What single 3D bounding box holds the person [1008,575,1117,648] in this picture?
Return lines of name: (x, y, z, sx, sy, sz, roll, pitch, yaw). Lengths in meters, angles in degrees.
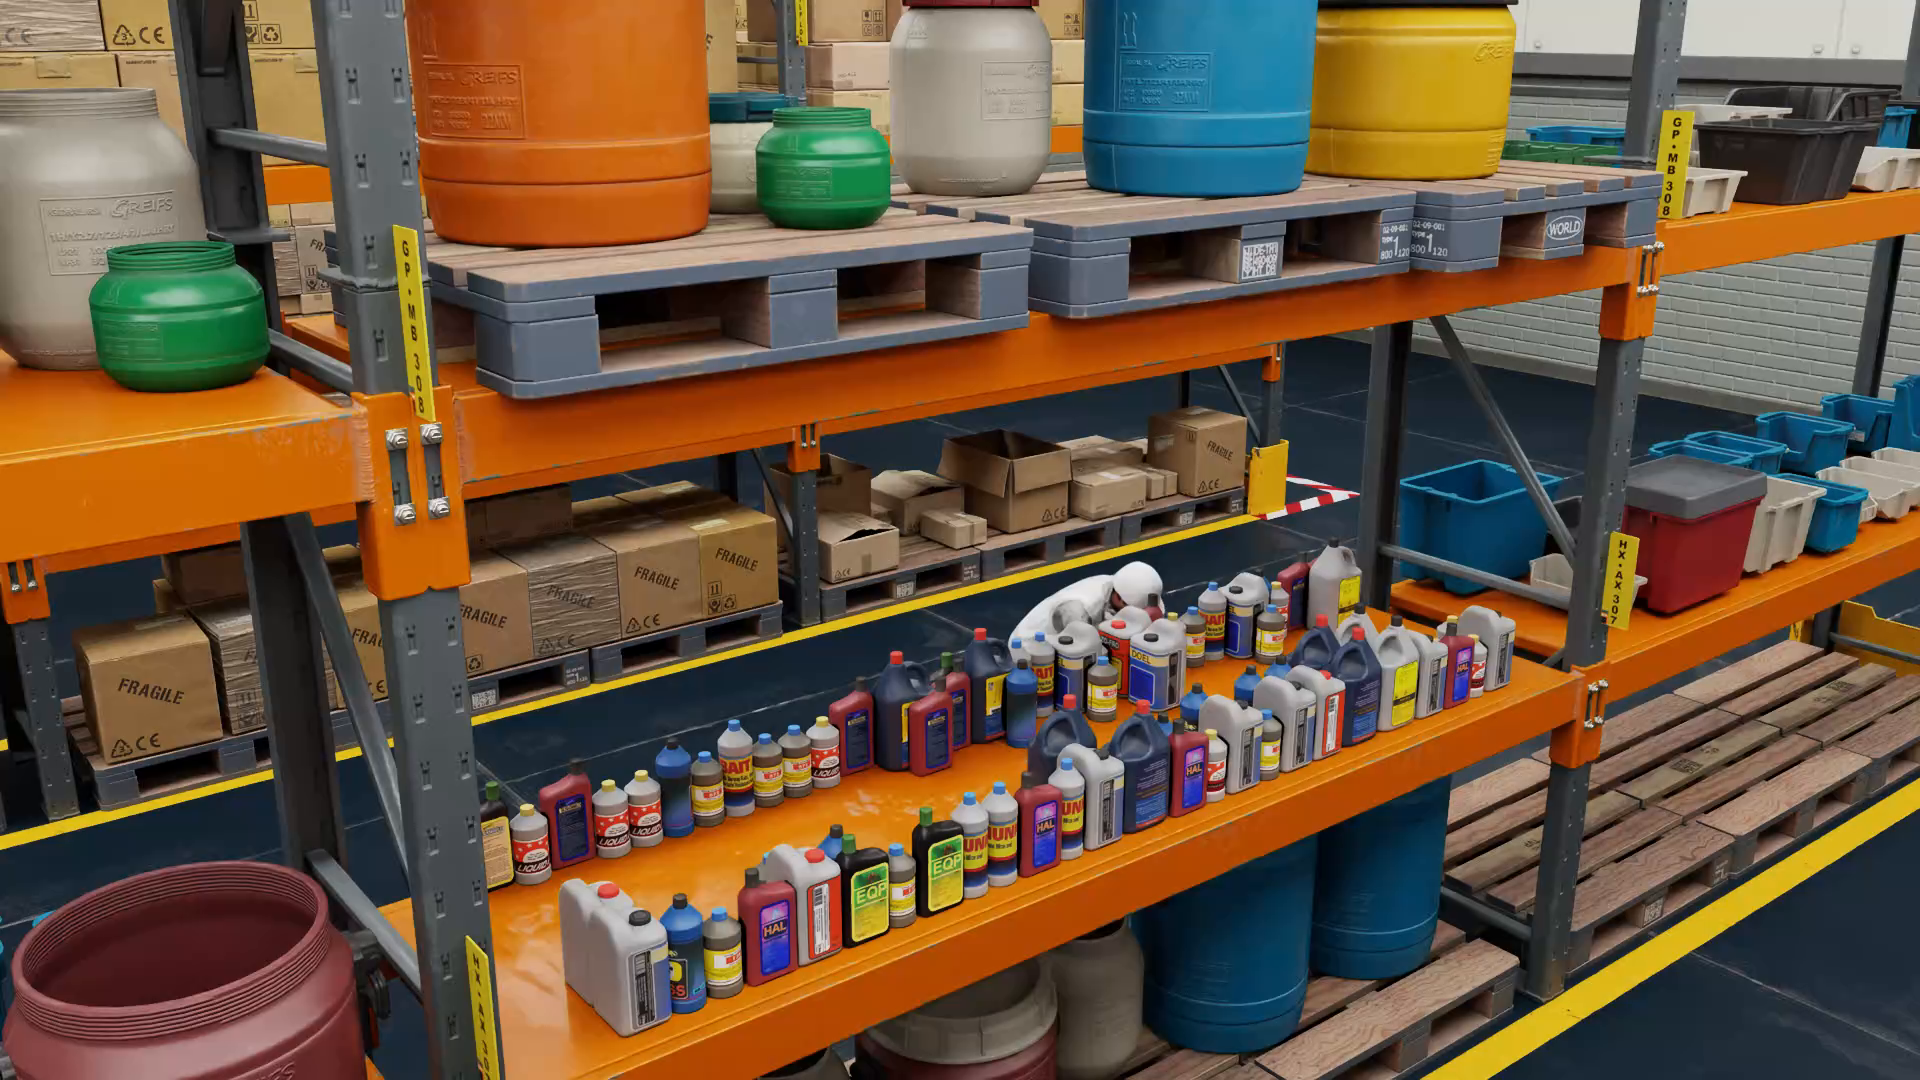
person: (0.563, 0.546, 8.195, 0.513, 0.841, 0.654, -13, 22, -36)
